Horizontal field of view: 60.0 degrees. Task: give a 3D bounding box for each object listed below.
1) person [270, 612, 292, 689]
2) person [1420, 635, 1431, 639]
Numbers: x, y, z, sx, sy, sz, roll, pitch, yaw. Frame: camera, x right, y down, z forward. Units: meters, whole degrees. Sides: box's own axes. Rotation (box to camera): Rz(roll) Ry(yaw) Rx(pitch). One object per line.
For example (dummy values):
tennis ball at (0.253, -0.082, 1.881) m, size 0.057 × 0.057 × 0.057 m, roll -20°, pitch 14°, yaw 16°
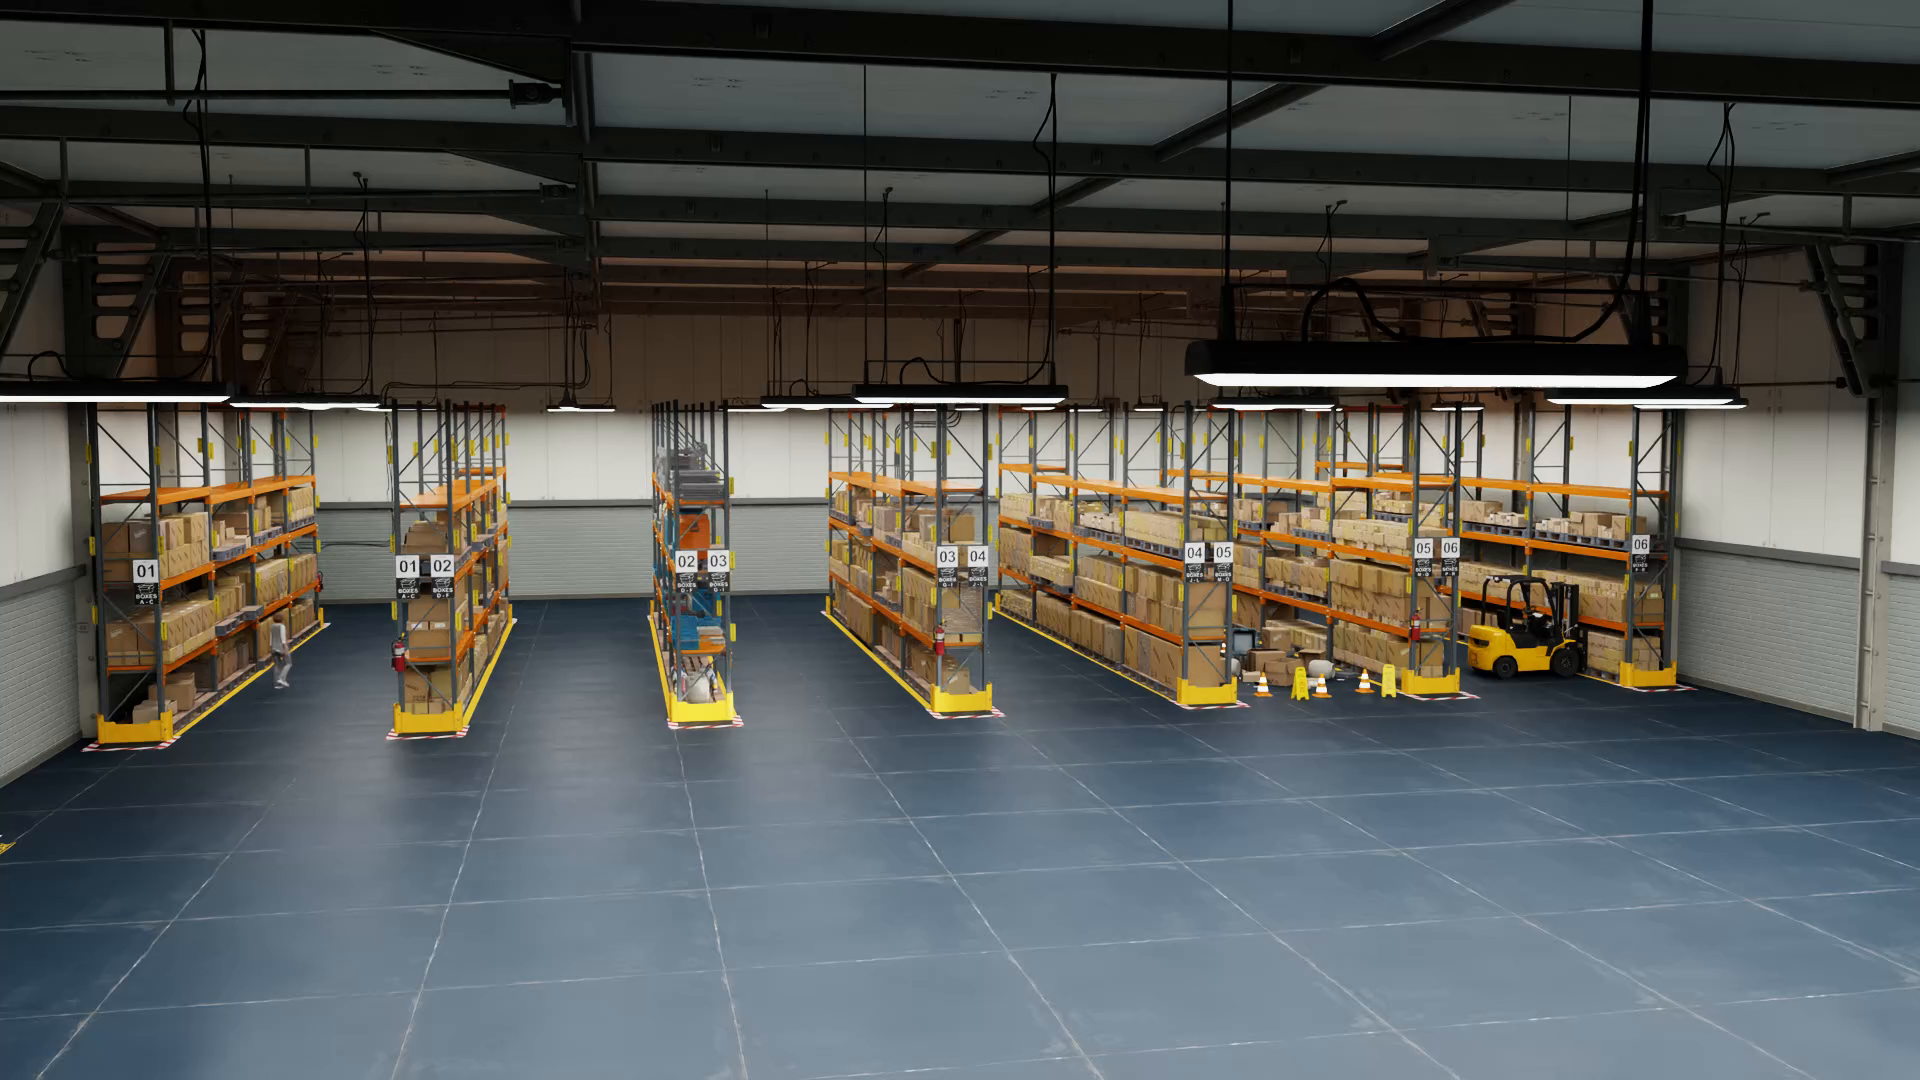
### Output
person at (-14.200, 2.418, 34.672) m, size 0.457 × 1.373 × 0.422 m, roll 1°, pitch 4°, yaw 11°
person at (10.982, 1.921, 38.913) m, size 0.634 × 1.763 × 0.660 m, roll -3°, pitch 5°, yaw -37°
